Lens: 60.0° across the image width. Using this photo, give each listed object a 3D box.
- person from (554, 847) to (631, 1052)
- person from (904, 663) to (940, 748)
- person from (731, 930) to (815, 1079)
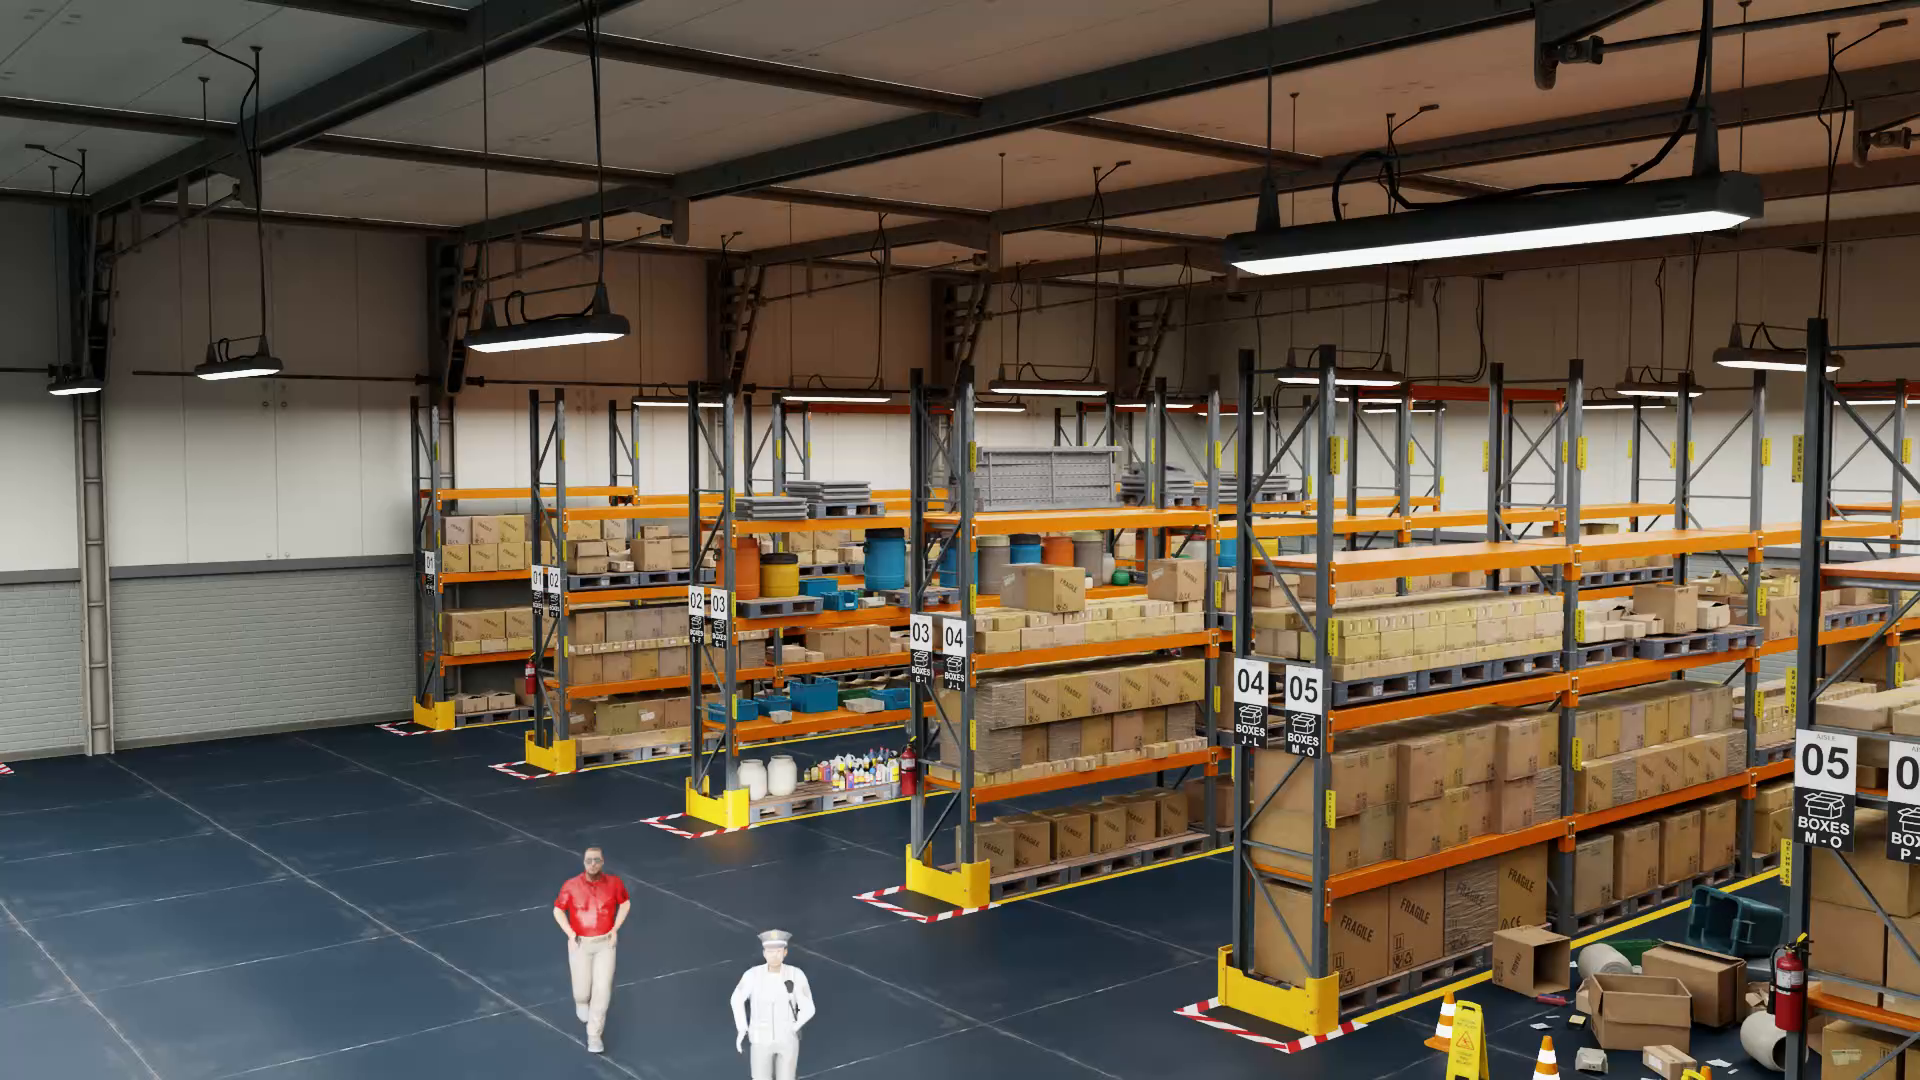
[{"bbox_3d":[-3.155,3.472,14.307,0.654,1.687,0.753,-1,4,-16],"label":"person"},{"bbox_3d":[-0.645,2.642,27.600,0.643,1.846,0.774,3,4,37],"label":"person"},{"bbox_3d":[-1.345,3.629,11.989,0.608,1.656,0.540,0,3,-7],"label":"person"}]
